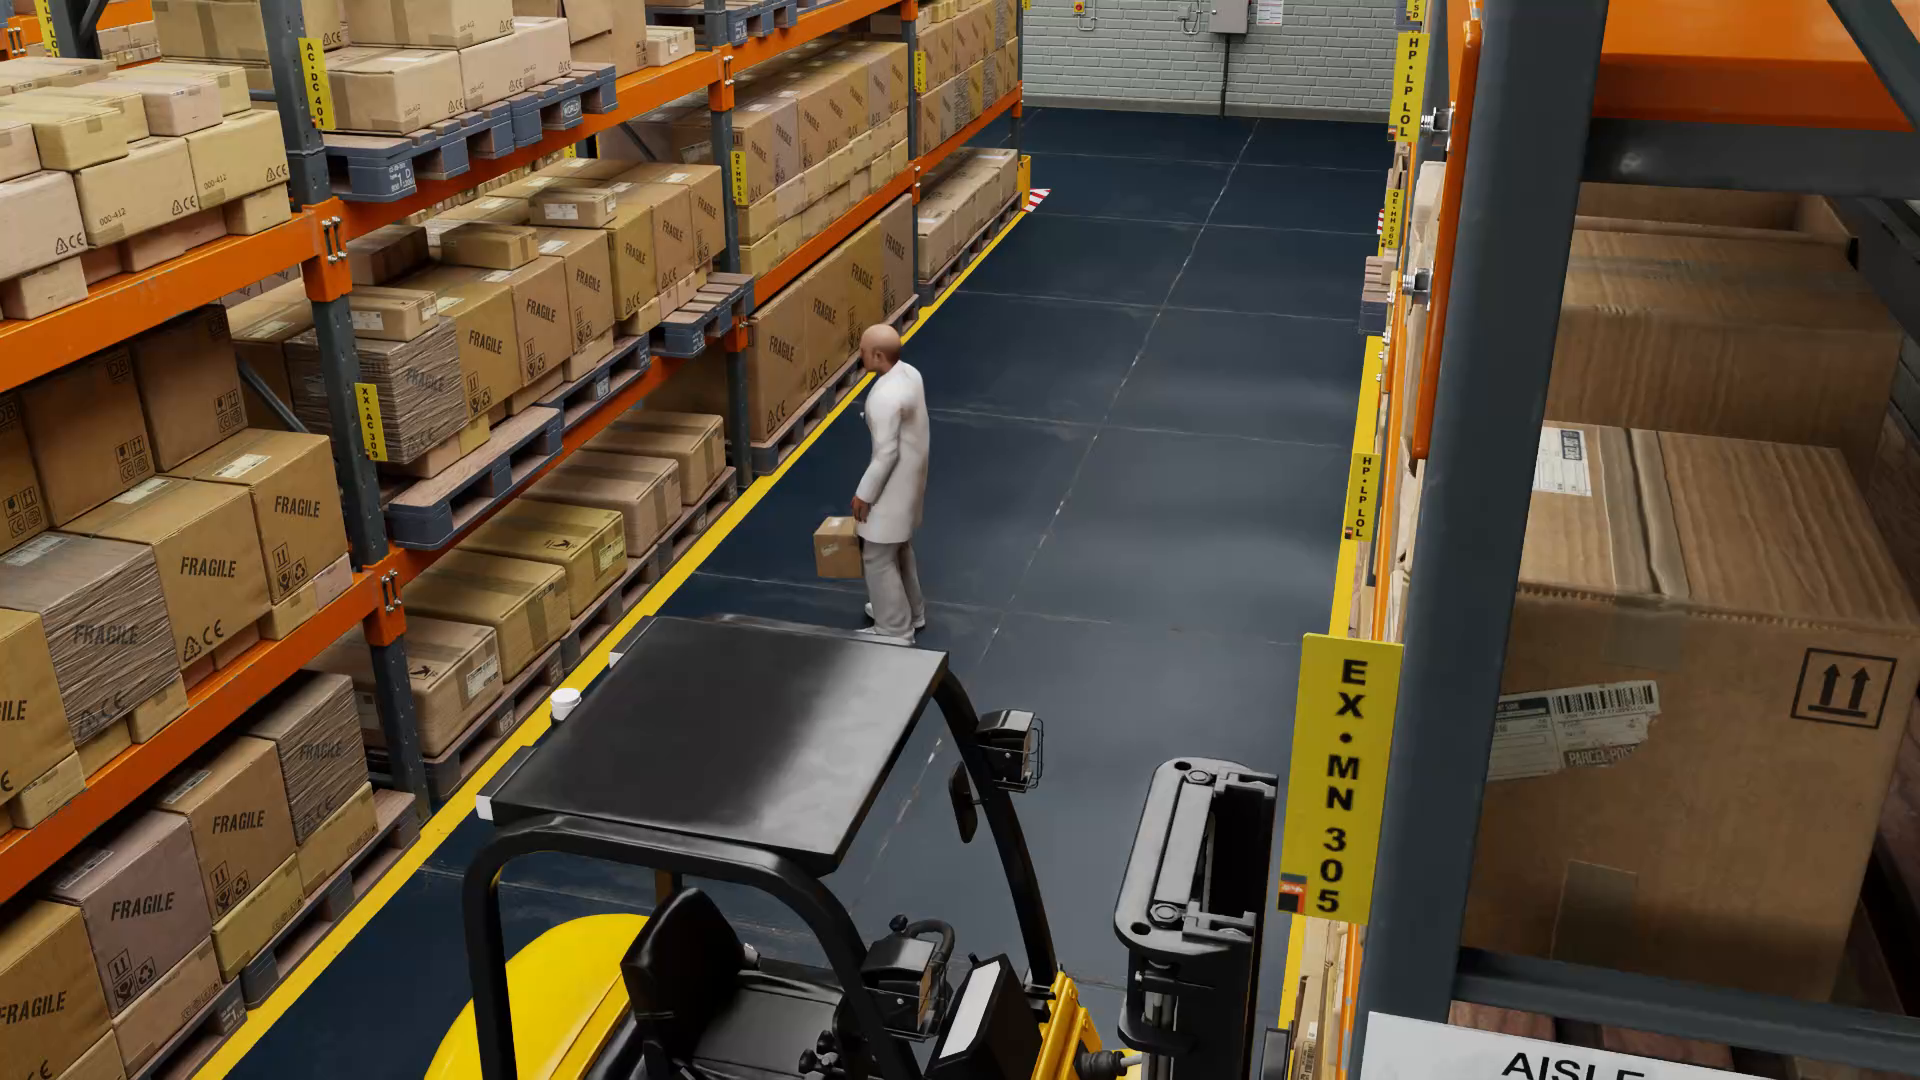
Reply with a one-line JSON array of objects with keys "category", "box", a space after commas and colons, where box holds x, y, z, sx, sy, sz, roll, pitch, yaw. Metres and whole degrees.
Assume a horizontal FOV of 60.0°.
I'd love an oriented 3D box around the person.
[{"category": "person", "box": [-0.376, -0.277, 8.717, 0.421, 1.777, 0.591, 6, 26, 12]}]
